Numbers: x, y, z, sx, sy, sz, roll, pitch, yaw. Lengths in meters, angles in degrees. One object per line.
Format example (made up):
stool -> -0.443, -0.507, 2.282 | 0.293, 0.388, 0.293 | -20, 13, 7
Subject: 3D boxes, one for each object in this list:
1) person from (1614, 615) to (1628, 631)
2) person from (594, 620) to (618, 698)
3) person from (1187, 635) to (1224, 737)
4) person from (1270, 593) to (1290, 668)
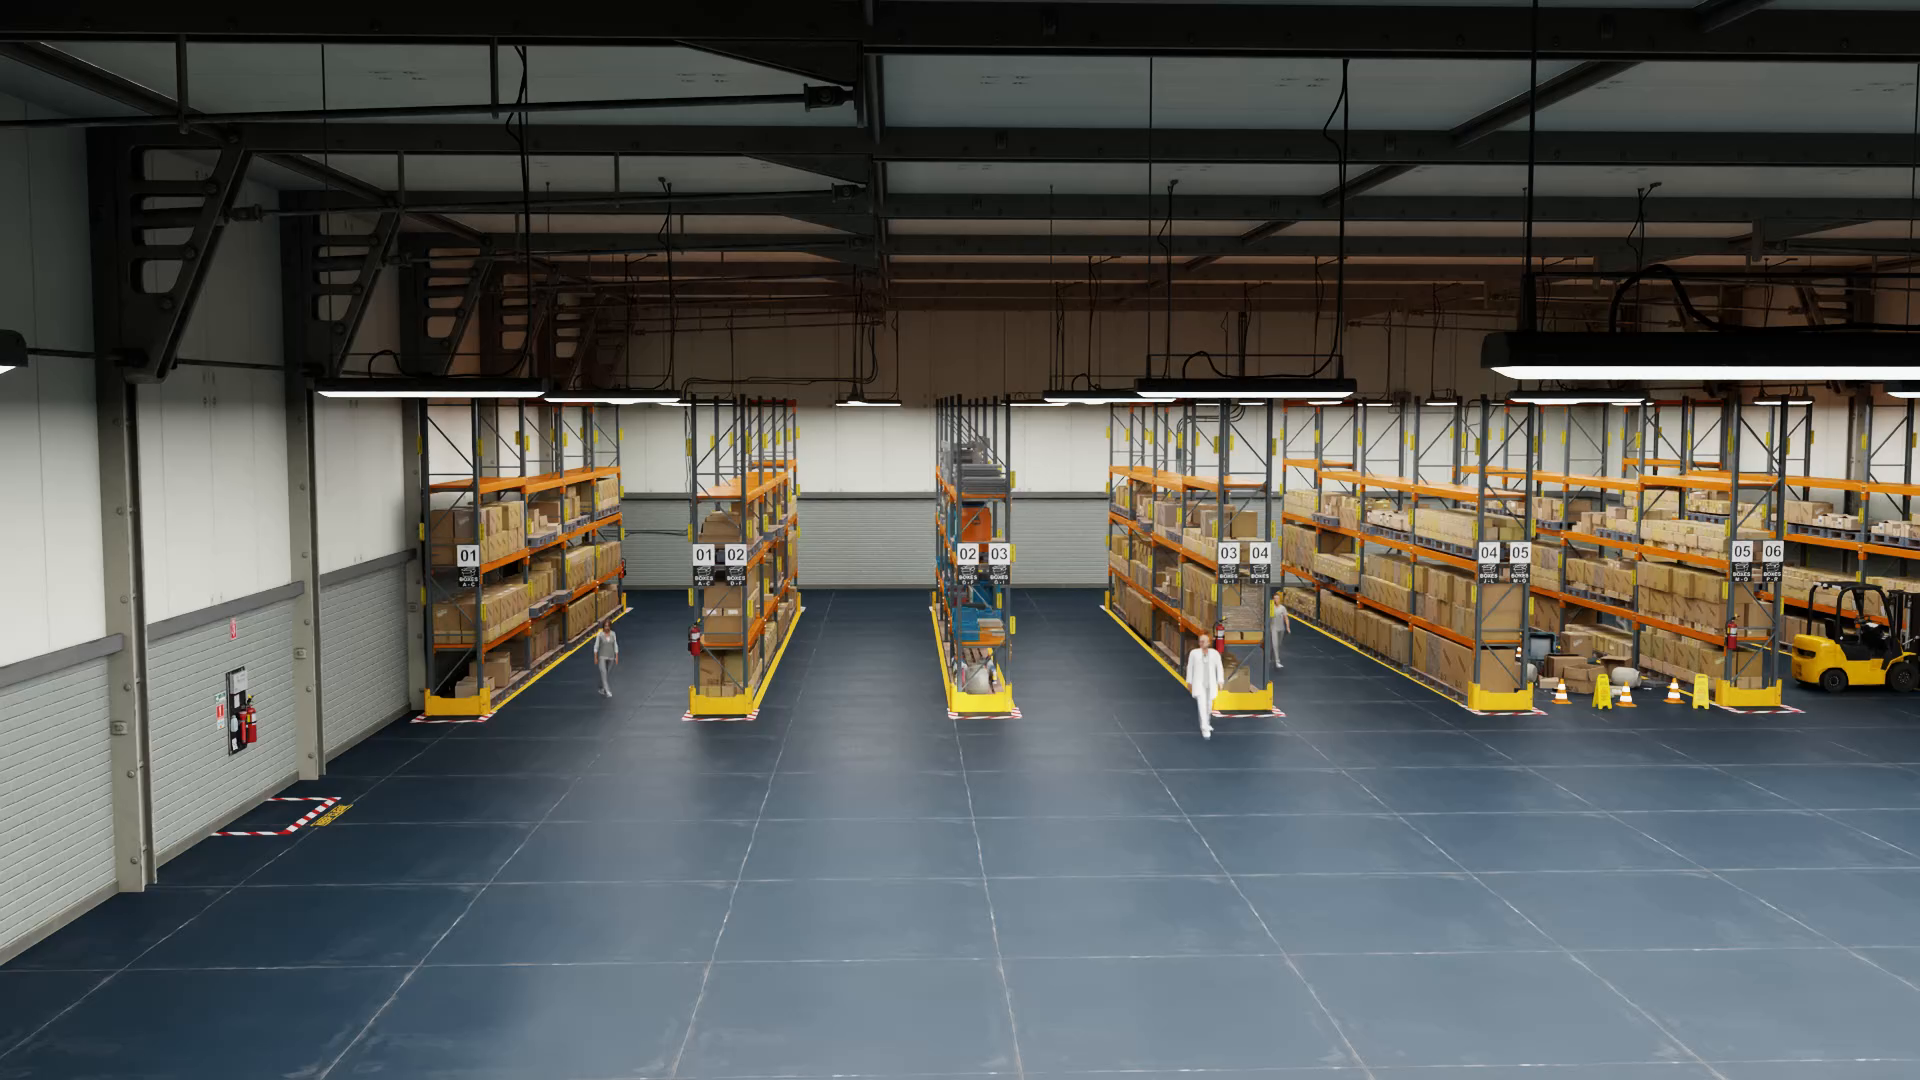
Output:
person -> 16.557, 1.647, 41.421 | 0.553, 1.652, 0.581 | -2, 5, -25
person -> -6.984, 2.342, 32.893 | 0.436, 1.536, 1.003 | -3, 6, -38
person -> 4.308, 2.538, 29.100 | 0.609, 1.744, 1.041 | 0, 4, -2
person -> 7.044, 1.992, 36.812 | 0.468, 1.616, 0.987 | 0, 5, -6
